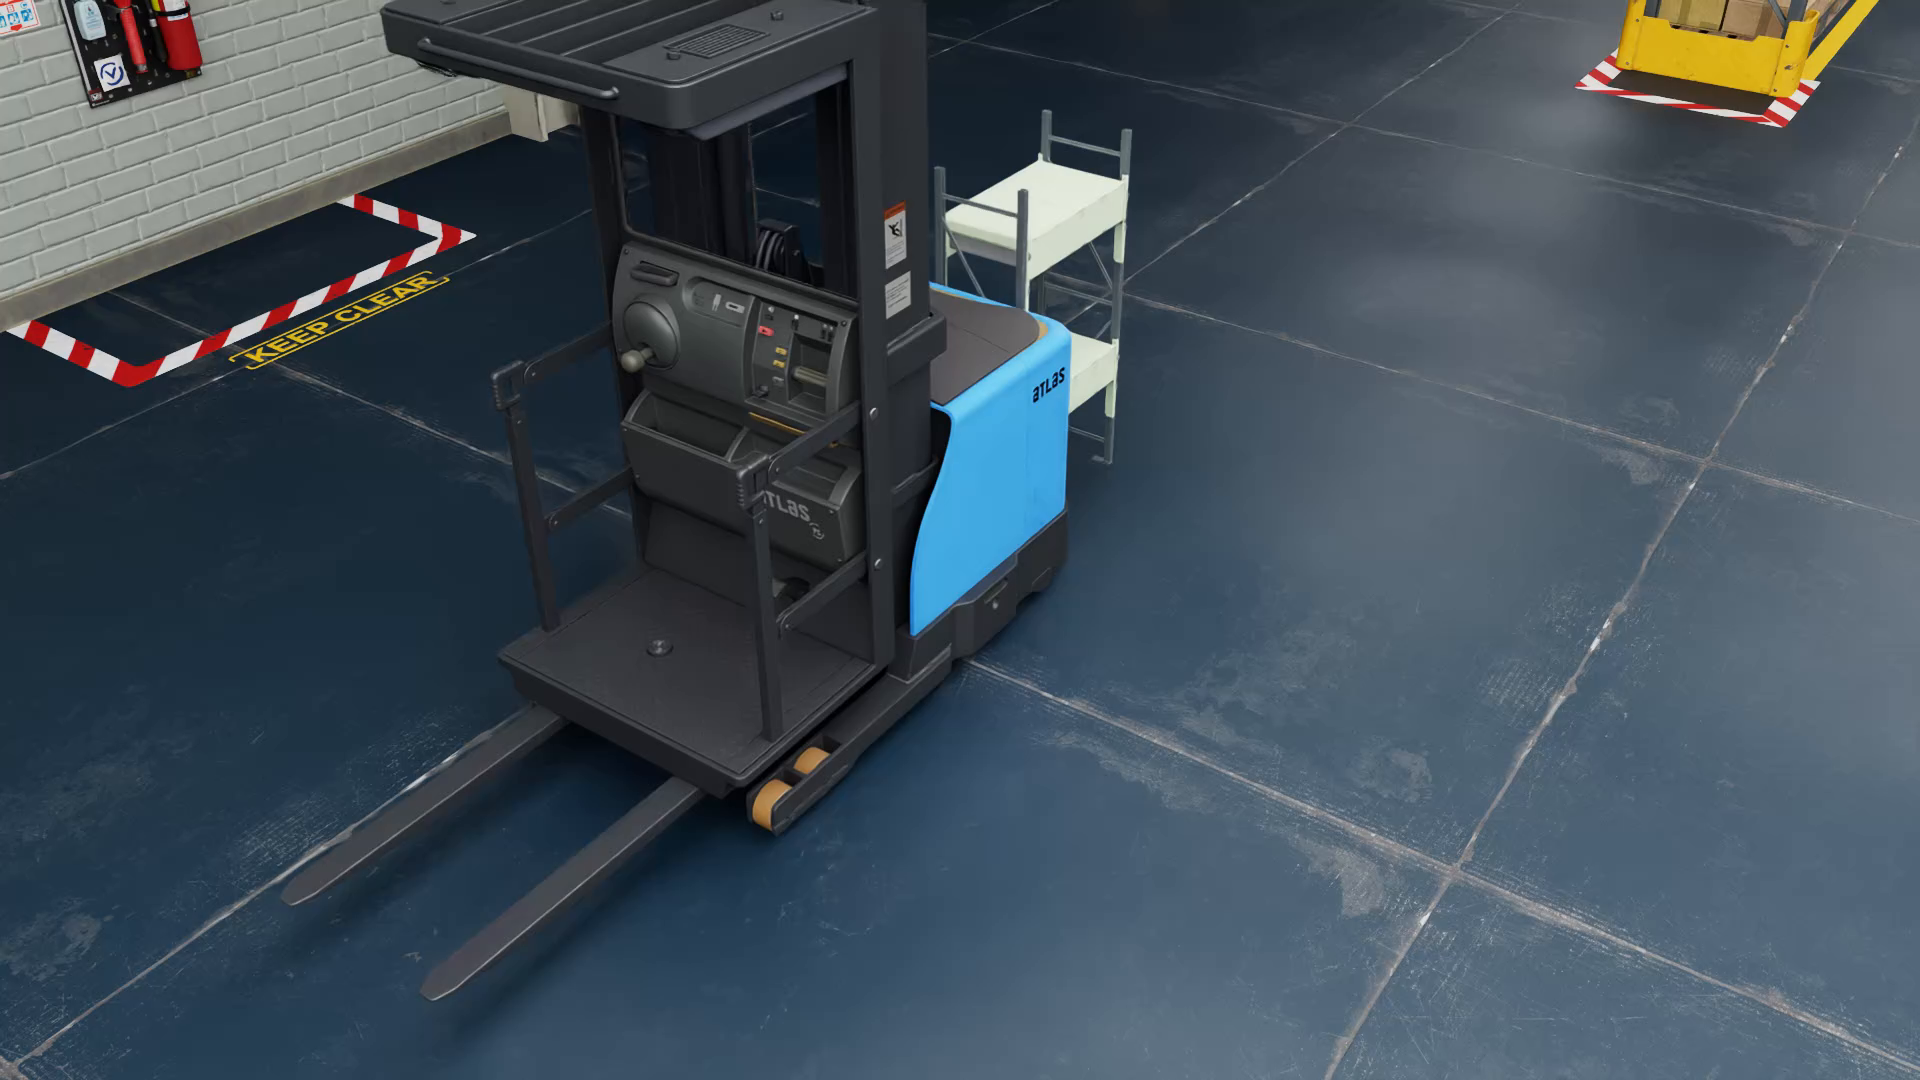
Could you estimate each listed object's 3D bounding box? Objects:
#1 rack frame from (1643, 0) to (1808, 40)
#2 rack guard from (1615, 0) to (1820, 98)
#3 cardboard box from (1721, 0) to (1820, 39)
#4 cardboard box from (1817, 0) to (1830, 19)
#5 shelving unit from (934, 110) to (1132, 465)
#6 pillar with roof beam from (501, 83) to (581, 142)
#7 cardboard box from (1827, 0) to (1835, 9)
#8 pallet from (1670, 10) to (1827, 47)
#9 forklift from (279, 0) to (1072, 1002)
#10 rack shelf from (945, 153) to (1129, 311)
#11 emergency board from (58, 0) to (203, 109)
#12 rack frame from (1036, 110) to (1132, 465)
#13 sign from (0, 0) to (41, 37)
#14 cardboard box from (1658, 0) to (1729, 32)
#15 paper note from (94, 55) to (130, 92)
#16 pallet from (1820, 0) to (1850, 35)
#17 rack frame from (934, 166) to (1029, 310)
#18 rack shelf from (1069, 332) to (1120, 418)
[{"bbox_3d":[5.166,-4.465,10.675,1.000,3.000,0.127,21,39,28],"label":"rack frame"},{"bbox_3d":[5.152,-3.418,11.359,1.175,0.500,0.348,21,39,28],"label":"rack guard"},{"bbox_3d":[5.655,-3.676,11.587,0.500,0.250,0.500,21,39,28],"label":"cardboard box"},{"bbox_3d":[5.937,-3.907,11.929,0.500,0.250,0.500,21,39,28],"label":"cardboard box"},{"bbox_3d":[0.285,-0.850,6.668,0.431,1.500,0.755,21,40,28],"label":"shelving unit"},{"bbox_3d":[0.898,-4.993,6.100,9.100,9.000,0.400,21,39,28],"label":"pillar with roof beam"},{"bbox_3d":[6.222,-4.137,12.269,0.500,0.250,0.500,21,39,28],"label":"cardboard box"},{"bbox_3d":[5.568,-3.675,11.996,1.003,0.211,1.213,21,39,28],"label":"pallet"},{"bbox_3d":[-0.836,-0.581,4.993,1.130,2.935,3.031,21,40,28],"label":"forklift"},{"bbox_3d":[0.285,-1.173,6.449,0.431,0.370,0.720,21,40,28],"label":"rack shelf"},{"bbox_3d":[-4.079,-2.758,8.150,0.194,1.169,0.643,21,39,28],"label":"emergency board"},{"bbox_3d":[0.494,-1.018,6.917,0.400,1.500,0.023,21,40,28],"label":"rack frame"},{"bbox_3d":[-4.479,-2.551,7.813,0.001,0.329,0.234,21,39,28],"label":"sign"},{"bbox_3d":[5.229,-3.841,11.832,0.500,0.250,0.500,21,39,28],"label":"cardboard box"},{"bbox_3d":[-4.236,-2.333,8.309,0.016,0.148,0.142,21,39,28],"label":"paper note"},{"bbox_3d":[6.264,-4.234,12.823,1.003,0.211,1.213,21,39,28],"label":"pallet"},{"bbox_3d":[0.075,-0.682,6.419,0.400,1.500,0.023,21,40,28],"label":"rack frame"},{"bbox_3d":[0.285,-0.580,6.851,0.431,0.370,0.720,21,40,28],"label":"rack shelf"}]
